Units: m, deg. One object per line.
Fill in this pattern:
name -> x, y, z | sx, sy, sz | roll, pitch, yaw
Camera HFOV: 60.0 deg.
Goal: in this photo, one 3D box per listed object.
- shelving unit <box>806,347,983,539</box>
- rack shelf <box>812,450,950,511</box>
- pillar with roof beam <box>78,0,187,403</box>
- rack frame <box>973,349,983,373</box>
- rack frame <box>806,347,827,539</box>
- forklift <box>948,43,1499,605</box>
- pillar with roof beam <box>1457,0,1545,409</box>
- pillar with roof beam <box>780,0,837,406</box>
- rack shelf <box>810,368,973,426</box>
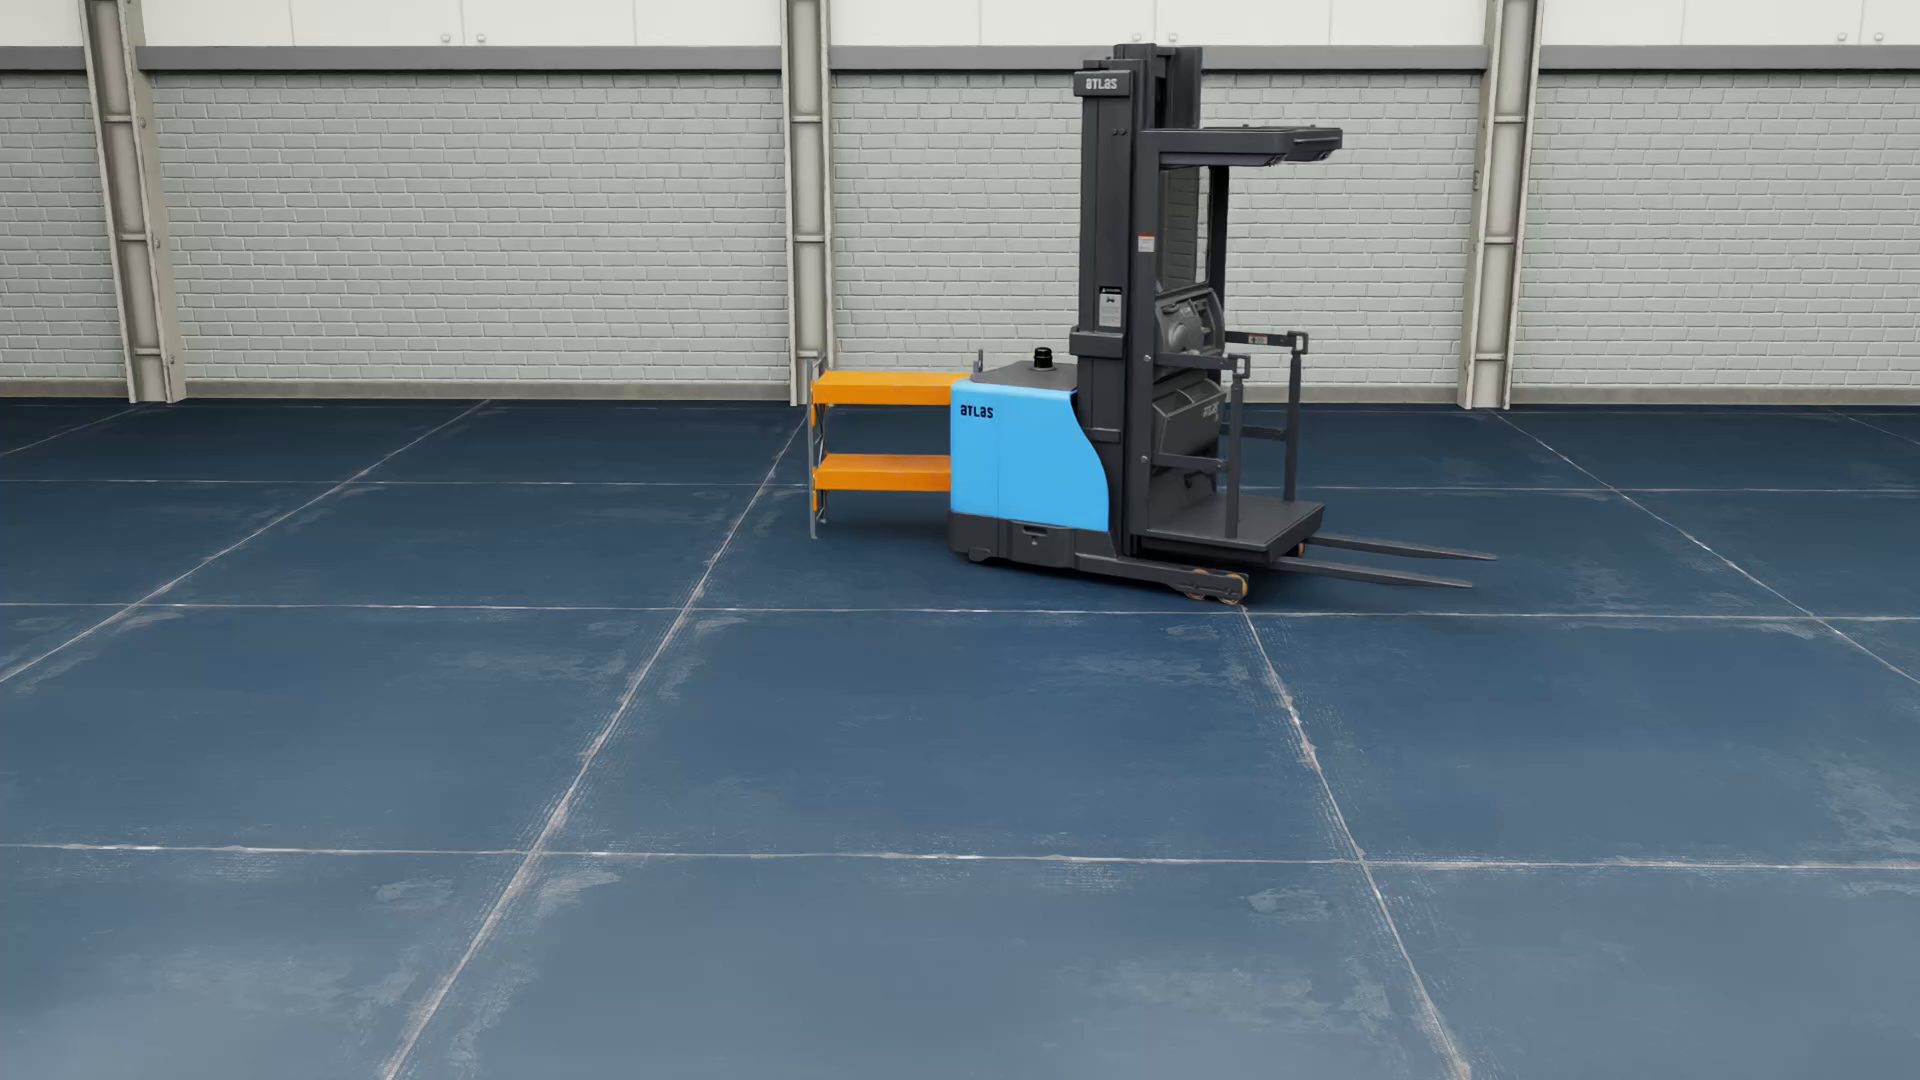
shelving unit -> -0.394, -0.607, 10.434 | 1.048, 1.125, 0.538 | 1, 15, 4
rack shelf -> -0.394, -0.370, 10.496 | 1.000, 0.278, 0.538 | 1, 15, 4
pillar with roof beam -> -7.426, -4.533, 9.880 | 0.400, 9.000, 9.100 | 0, 15, 1
rack frame -> 0.113, -0.597, 10.399 | 0.032, 1.125, 0.500 | 1, 15, 4
rack frame -> -0.901, -0.616, 10.469 | 0.032, 1.125, 0.500 | 1, 15, 4
forklift -> 1.468, -1.222, 9.226 | 3.031, 2.935, 1.130 | 8, 17, 28
pillar with roof beam -> 4.570, -4.454, 9.584 | 0.400, 9.000, 9.100 | 0, 15, 1
pillar with roof beam -> -1.428, -4.494, 9.732 | 0.400, 9.000, 9.100 | 0, 15, 1
rack shelf -> -0.394, -0.890, 10.359 | 1.000, 0.278, 0.538 | 1, 15, 4
